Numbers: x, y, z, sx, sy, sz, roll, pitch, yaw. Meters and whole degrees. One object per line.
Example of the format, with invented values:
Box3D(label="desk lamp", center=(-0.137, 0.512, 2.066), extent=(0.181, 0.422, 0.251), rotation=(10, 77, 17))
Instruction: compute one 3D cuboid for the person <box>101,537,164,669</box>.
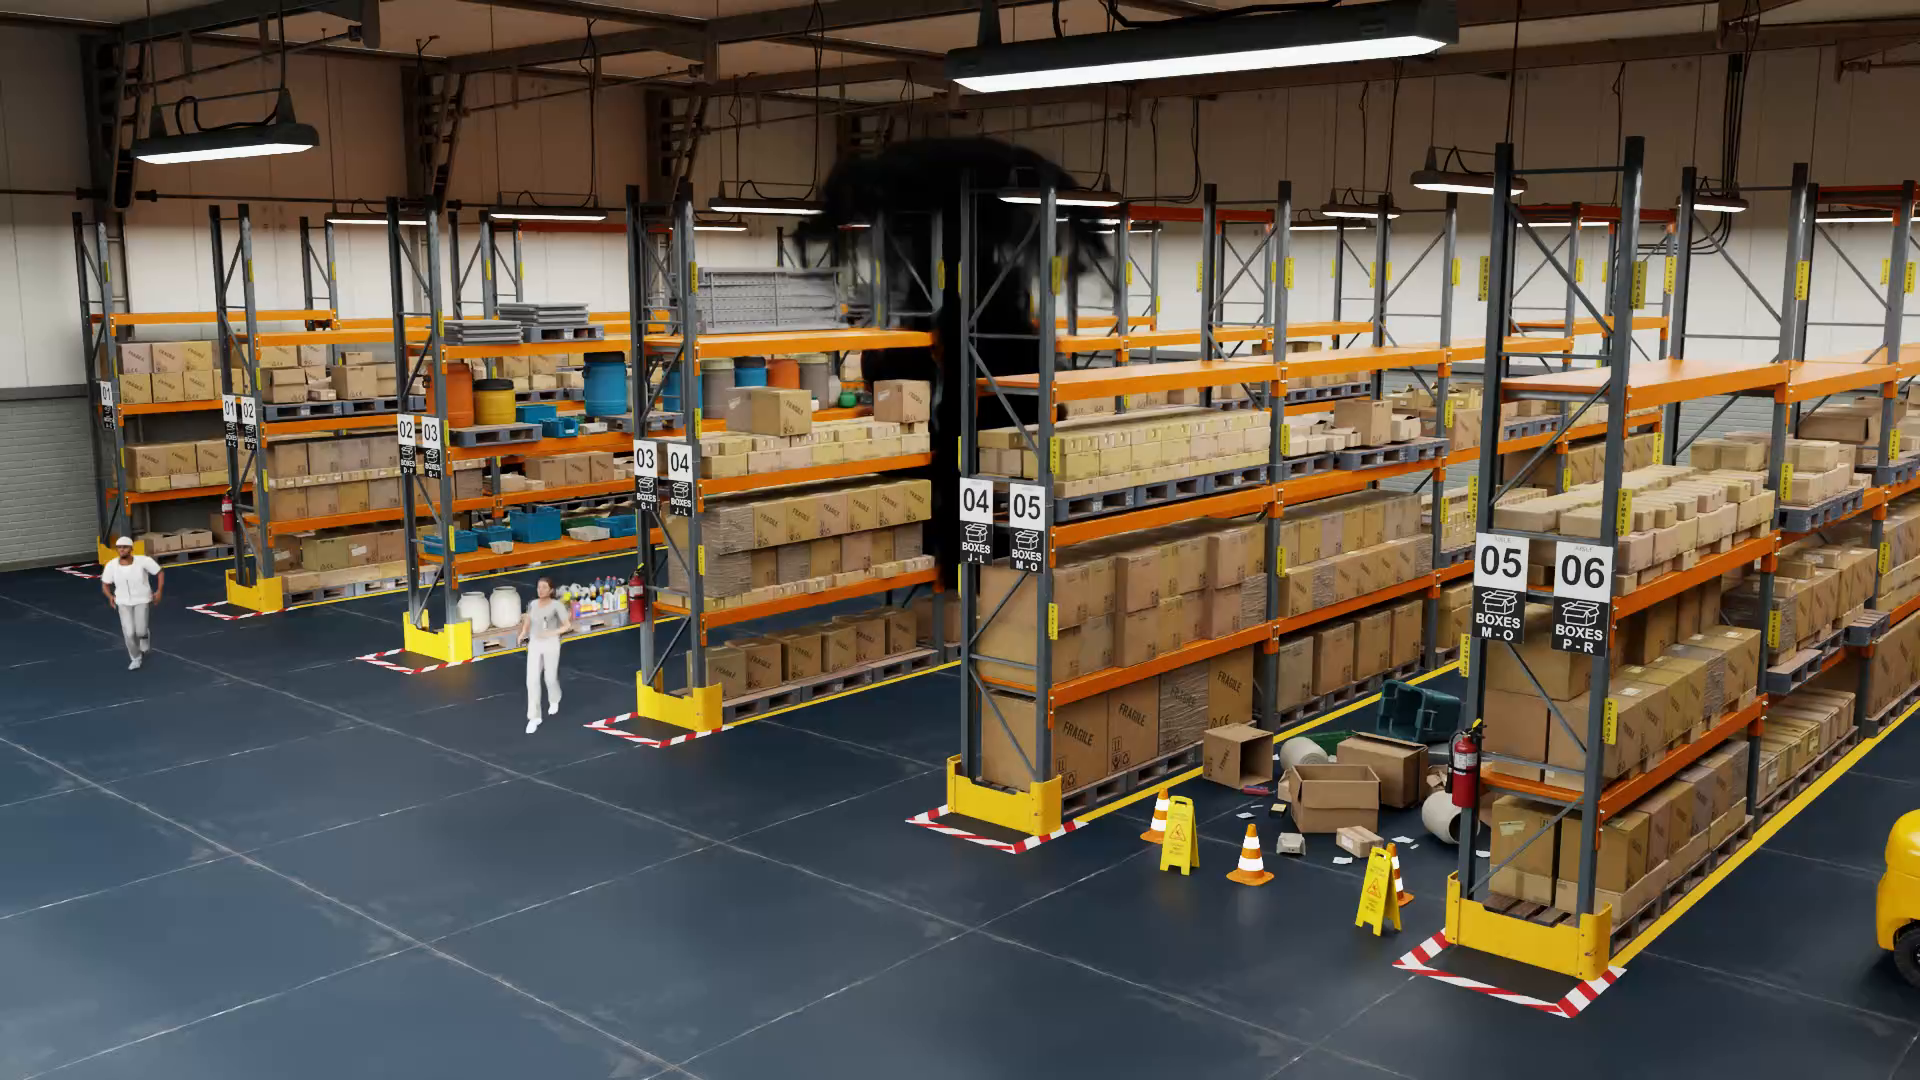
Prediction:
Box3D(label="person", center=(-10.600, 0.798, 21.328), extent=(0.718, 1.725, 0.654), rotation=(-2, 10, -15))

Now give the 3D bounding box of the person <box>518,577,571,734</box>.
Box3D(label="person", center=(-4.668, 1.251, 18.725), extent=(0.616, 1.685, 0.924), rotation=(1, 9, 4))
